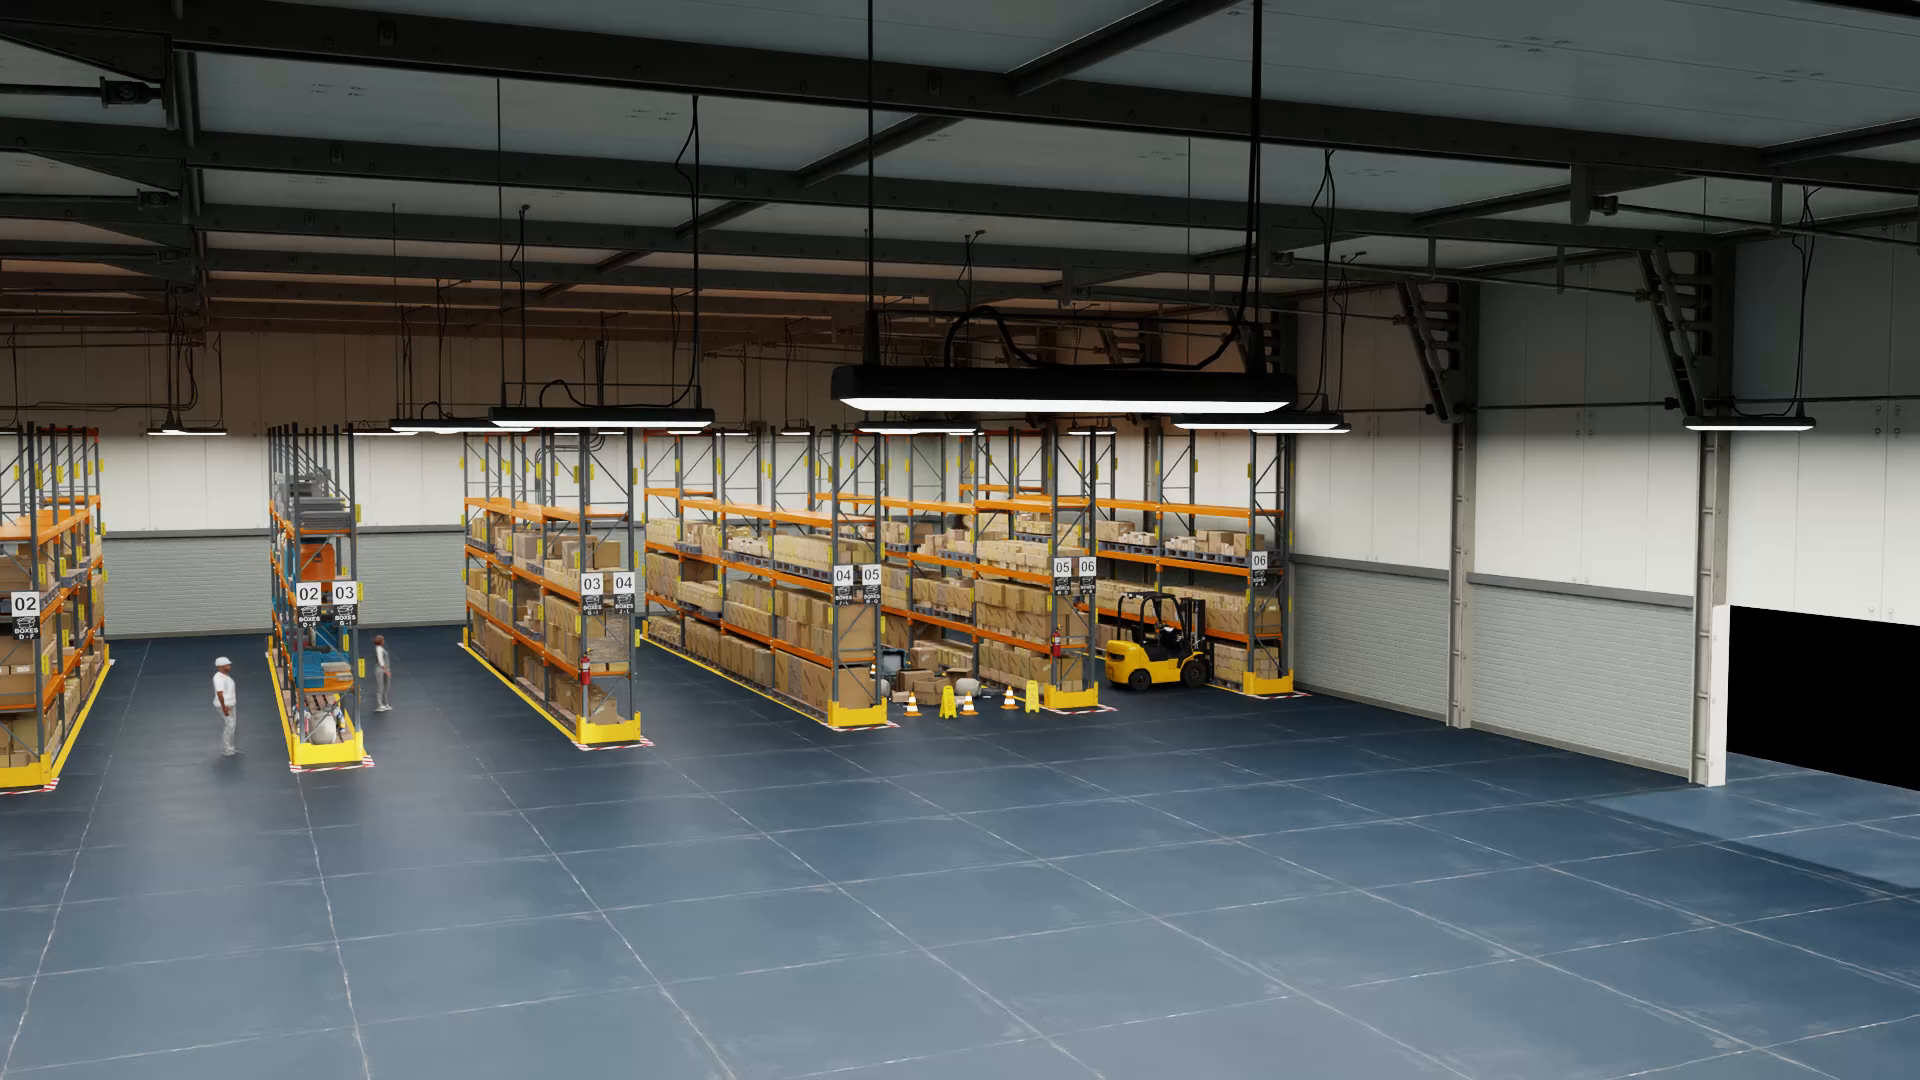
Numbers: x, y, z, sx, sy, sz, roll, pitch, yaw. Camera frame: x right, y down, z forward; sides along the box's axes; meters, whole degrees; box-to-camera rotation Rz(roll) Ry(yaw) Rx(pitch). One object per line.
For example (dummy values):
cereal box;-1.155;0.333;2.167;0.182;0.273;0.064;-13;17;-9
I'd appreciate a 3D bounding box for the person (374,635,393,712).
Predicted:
person;-12.077;2.805;34.932;0.485;1.617;0.552;1;4;14

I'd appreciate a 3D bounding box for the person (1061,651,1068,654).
person;2.612;2.254;43.127;0.457;1.690;0.527;0;3;-5

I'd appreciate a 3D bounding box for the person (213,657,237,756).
person;-13.309;3.035;30.237;0.520;1.822;0.585;0;3;5
